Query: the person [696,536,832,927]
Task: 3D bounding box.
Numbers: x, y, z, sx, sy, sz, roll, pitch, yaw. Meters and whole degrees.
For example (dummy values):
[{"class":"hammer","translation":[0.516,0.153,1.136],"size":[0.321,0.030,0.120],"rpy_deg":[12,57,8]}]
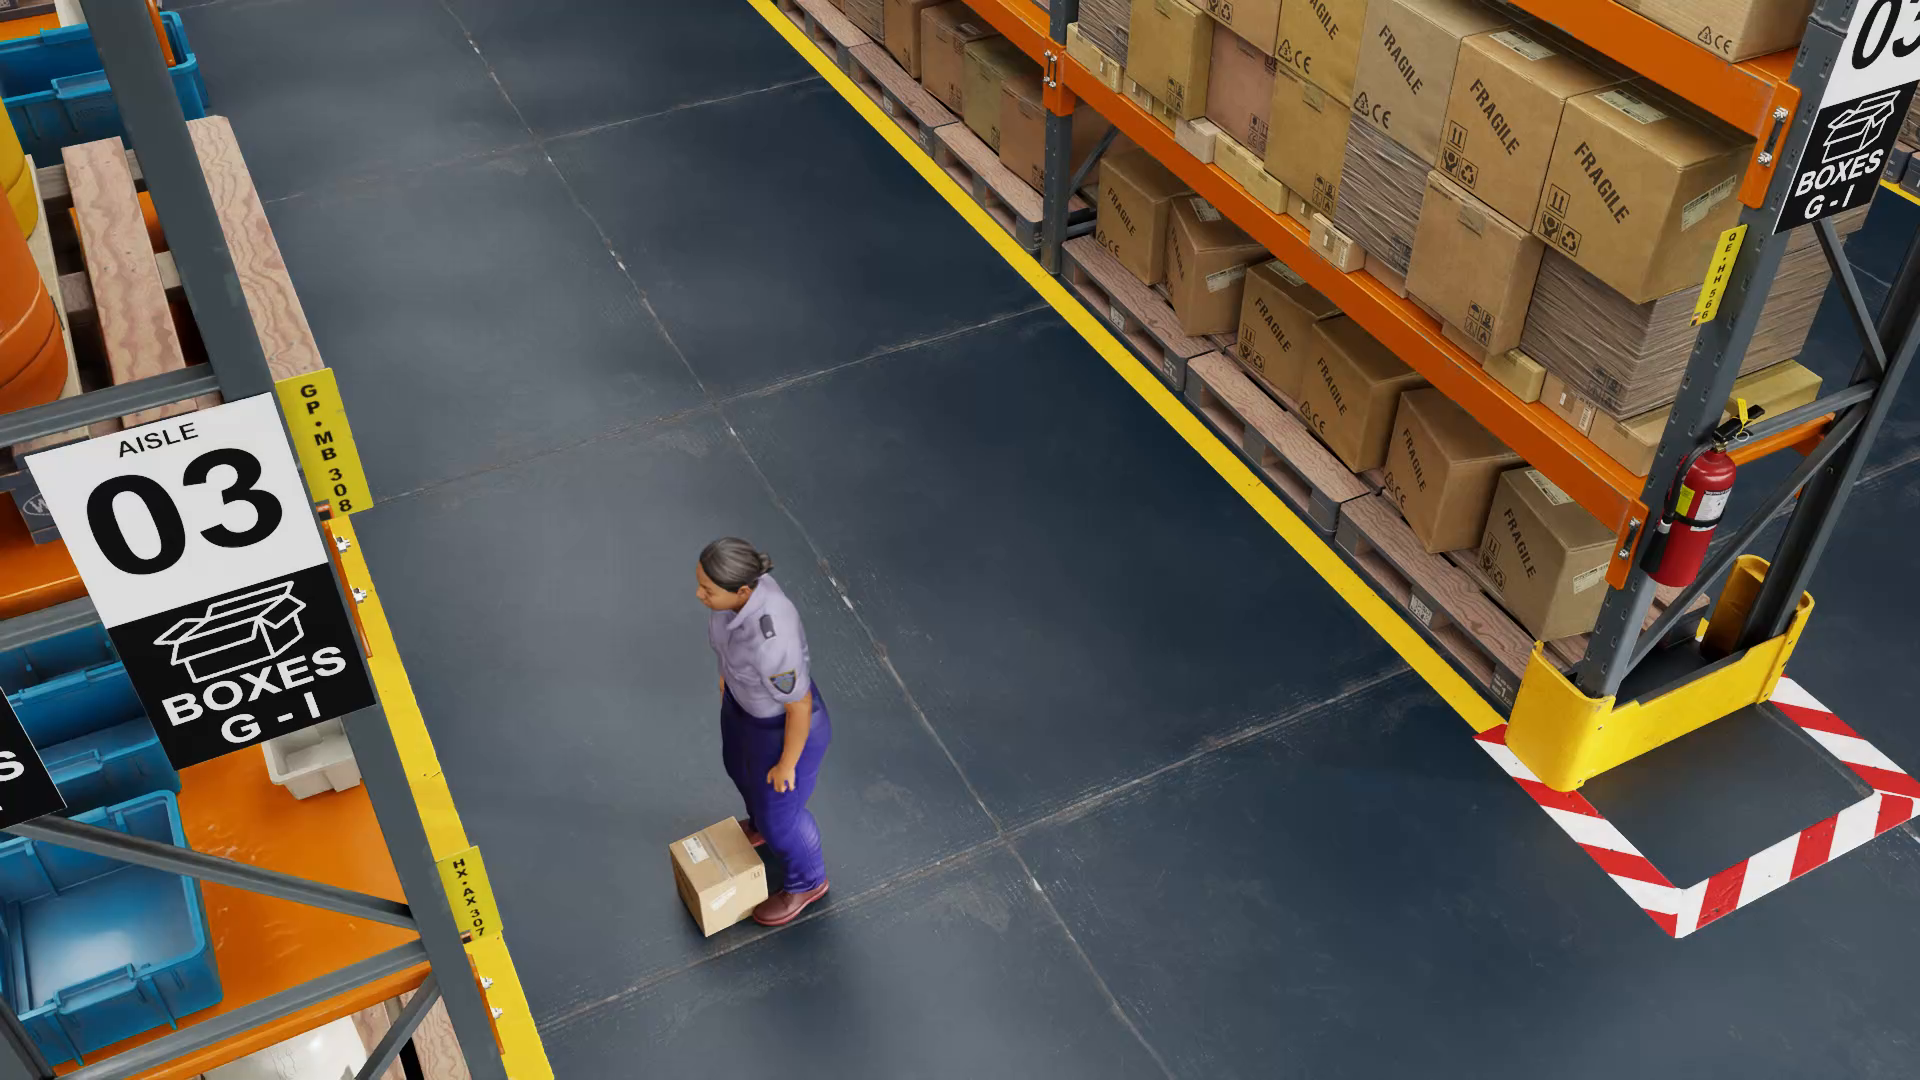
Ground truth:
[{"class":"person","translation":[-0.642,0.593,5.505],"size":[0.367,1.637,0.543],"rpy_deg":[-19,45,-20]}]
